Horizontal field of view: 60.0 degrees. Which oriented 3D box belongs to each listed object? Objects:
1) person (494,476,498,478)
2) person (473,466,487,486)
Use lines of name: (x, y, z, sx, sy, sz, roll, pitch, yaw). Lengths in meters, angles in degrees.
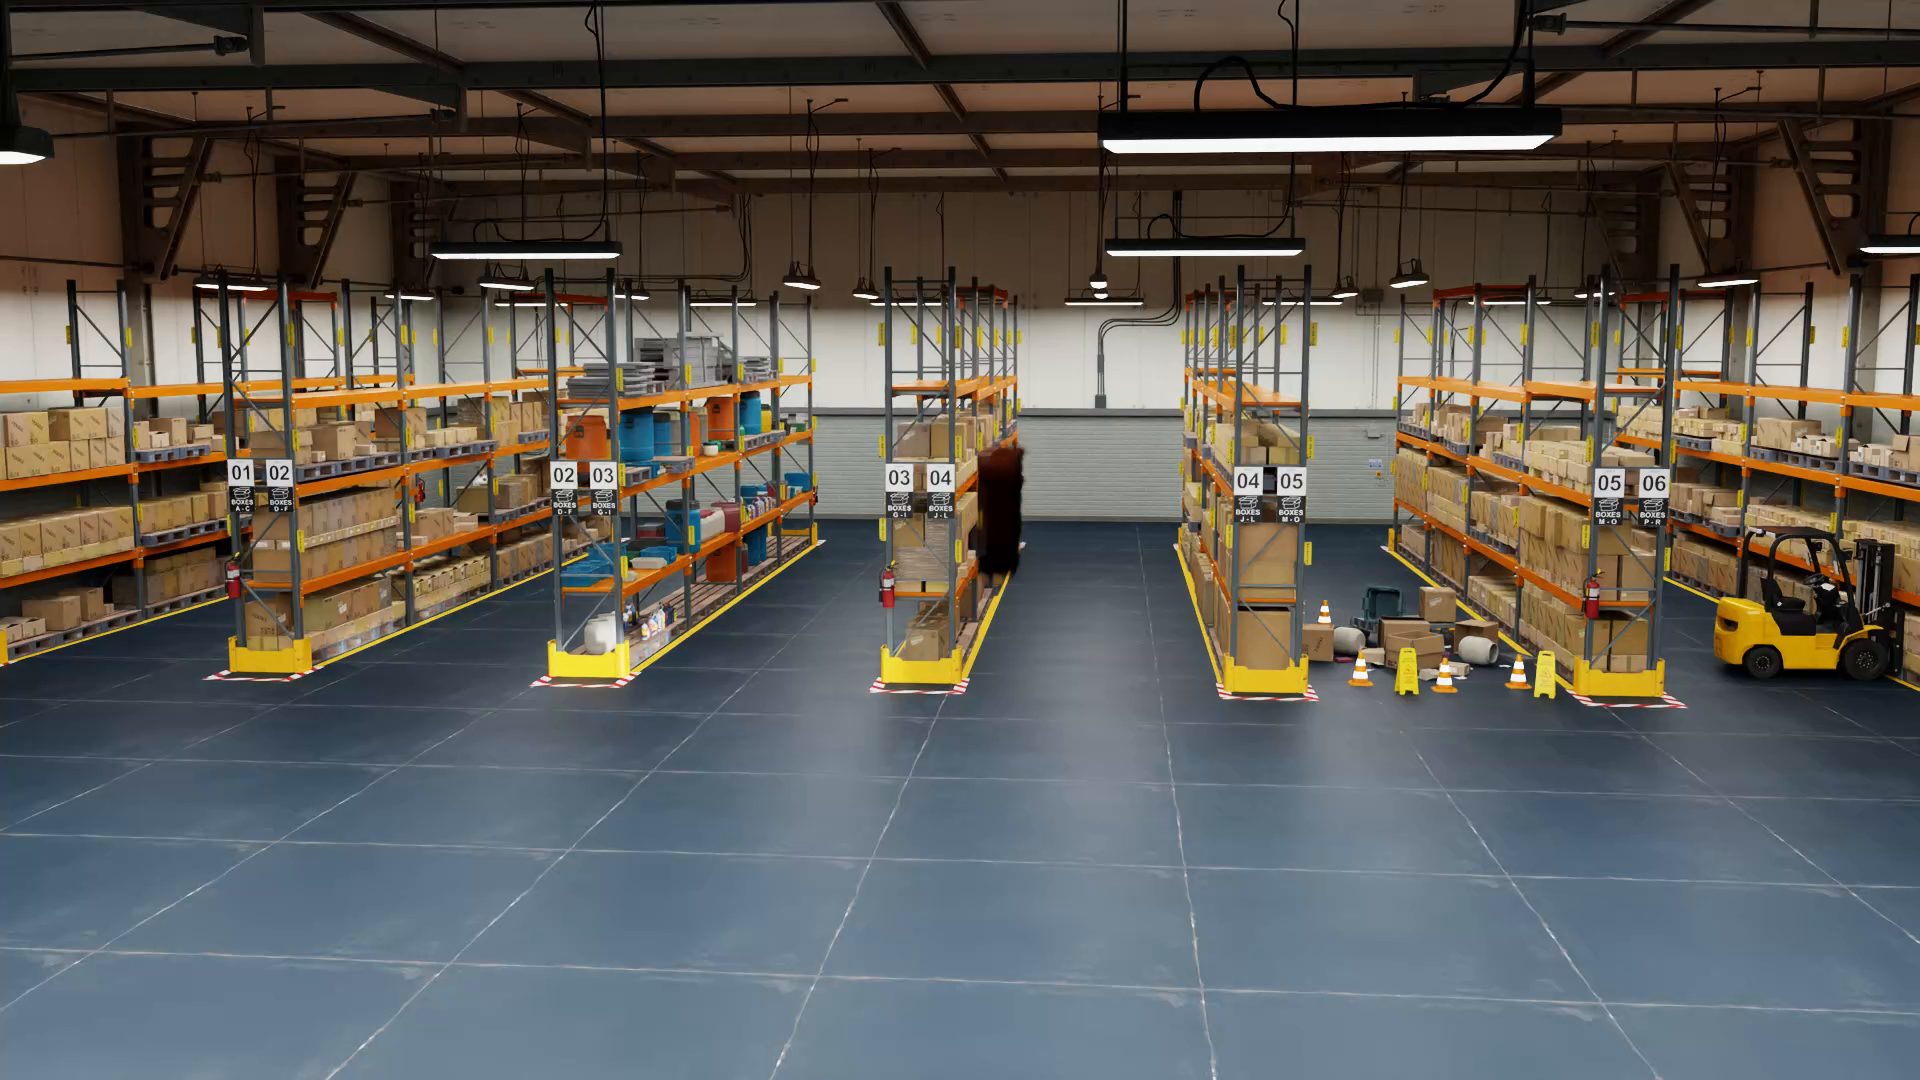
person: (-11.347, -0.729, 40.380, 0.474, 1.672, 0.474, -4, 8, -32)
person: (-12.639, -1.156, 43.843, 0.553, 1.616, 1.022, 0, 7, -4)
